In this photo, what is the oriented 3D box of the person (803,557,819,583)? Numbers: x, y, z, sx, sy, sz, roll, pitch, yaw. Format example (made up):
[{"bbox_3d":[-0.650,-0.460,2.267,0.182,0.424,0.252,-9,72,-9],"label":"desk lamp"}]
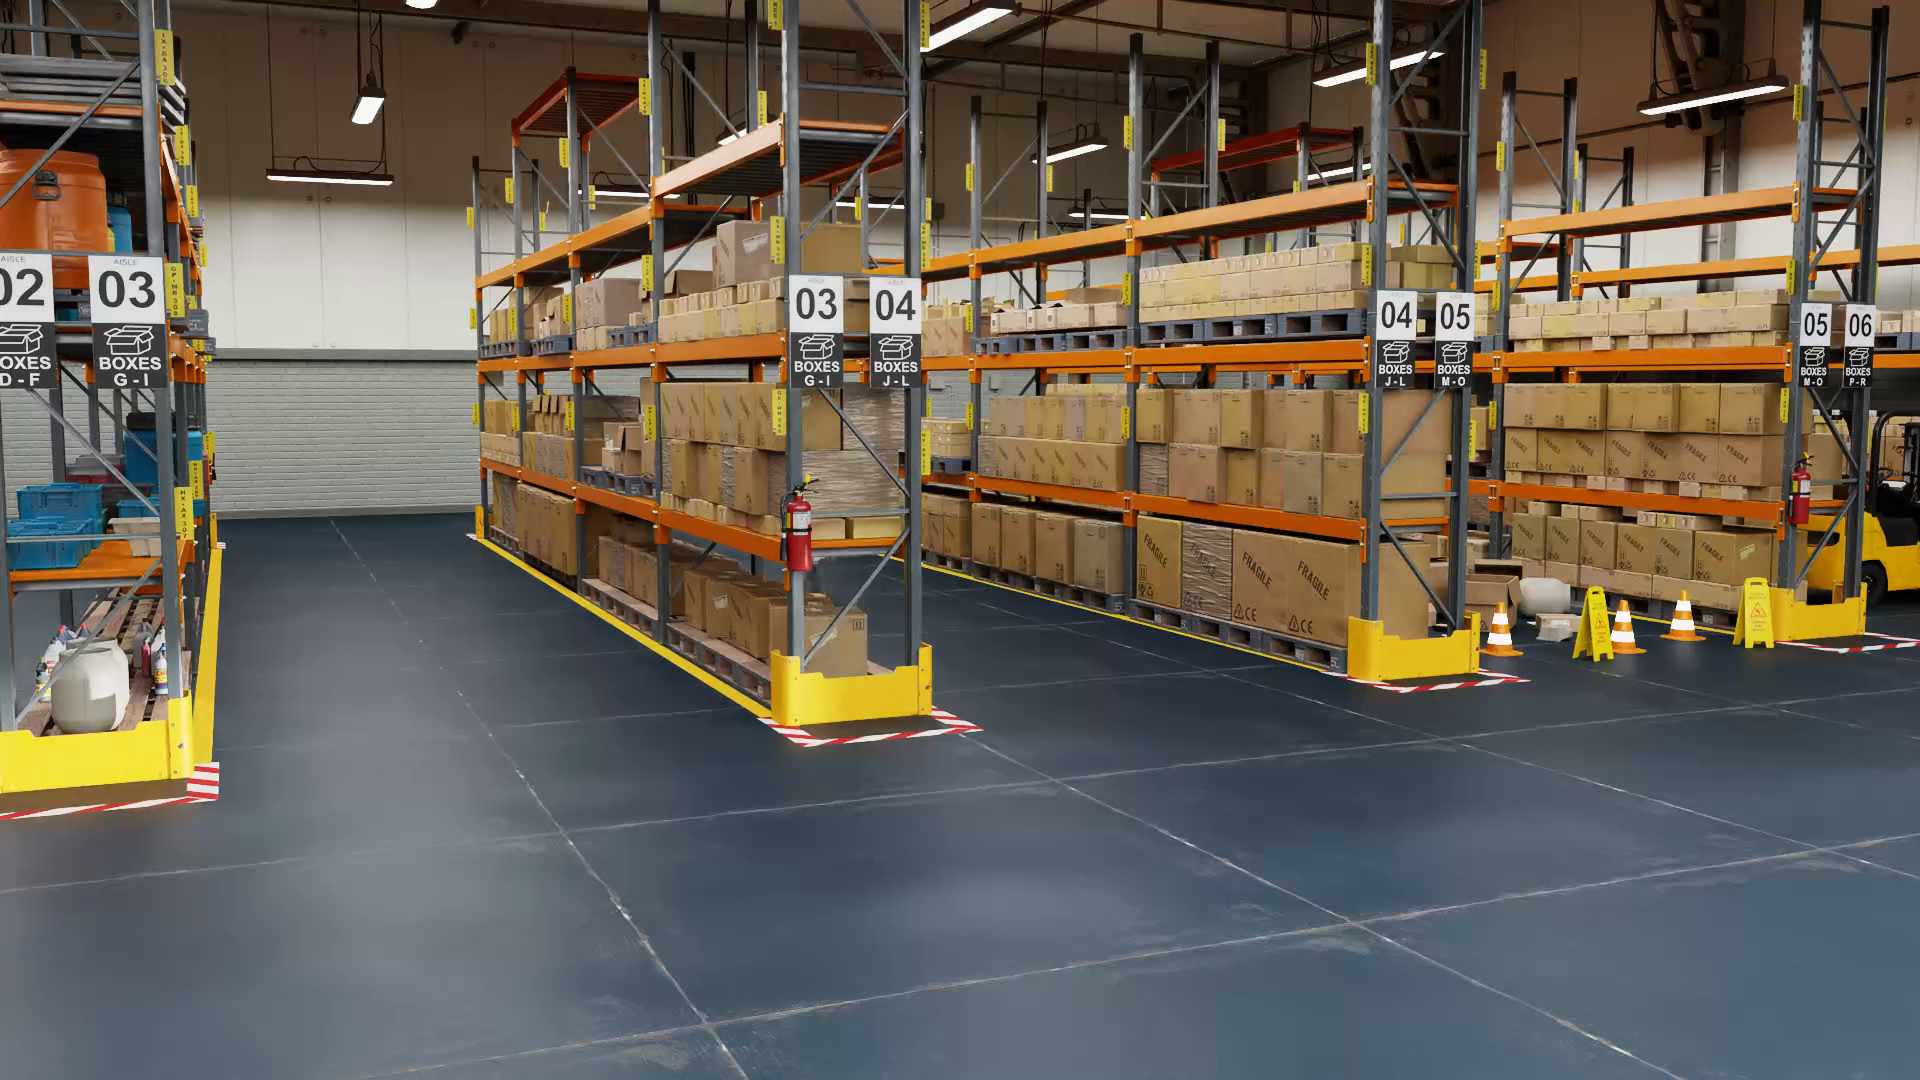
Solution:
[{"bbox_3d":[-1.909,-0.359,20.178,0.542,1.782,0.550,-2,6,-17],"label":"person"}]
